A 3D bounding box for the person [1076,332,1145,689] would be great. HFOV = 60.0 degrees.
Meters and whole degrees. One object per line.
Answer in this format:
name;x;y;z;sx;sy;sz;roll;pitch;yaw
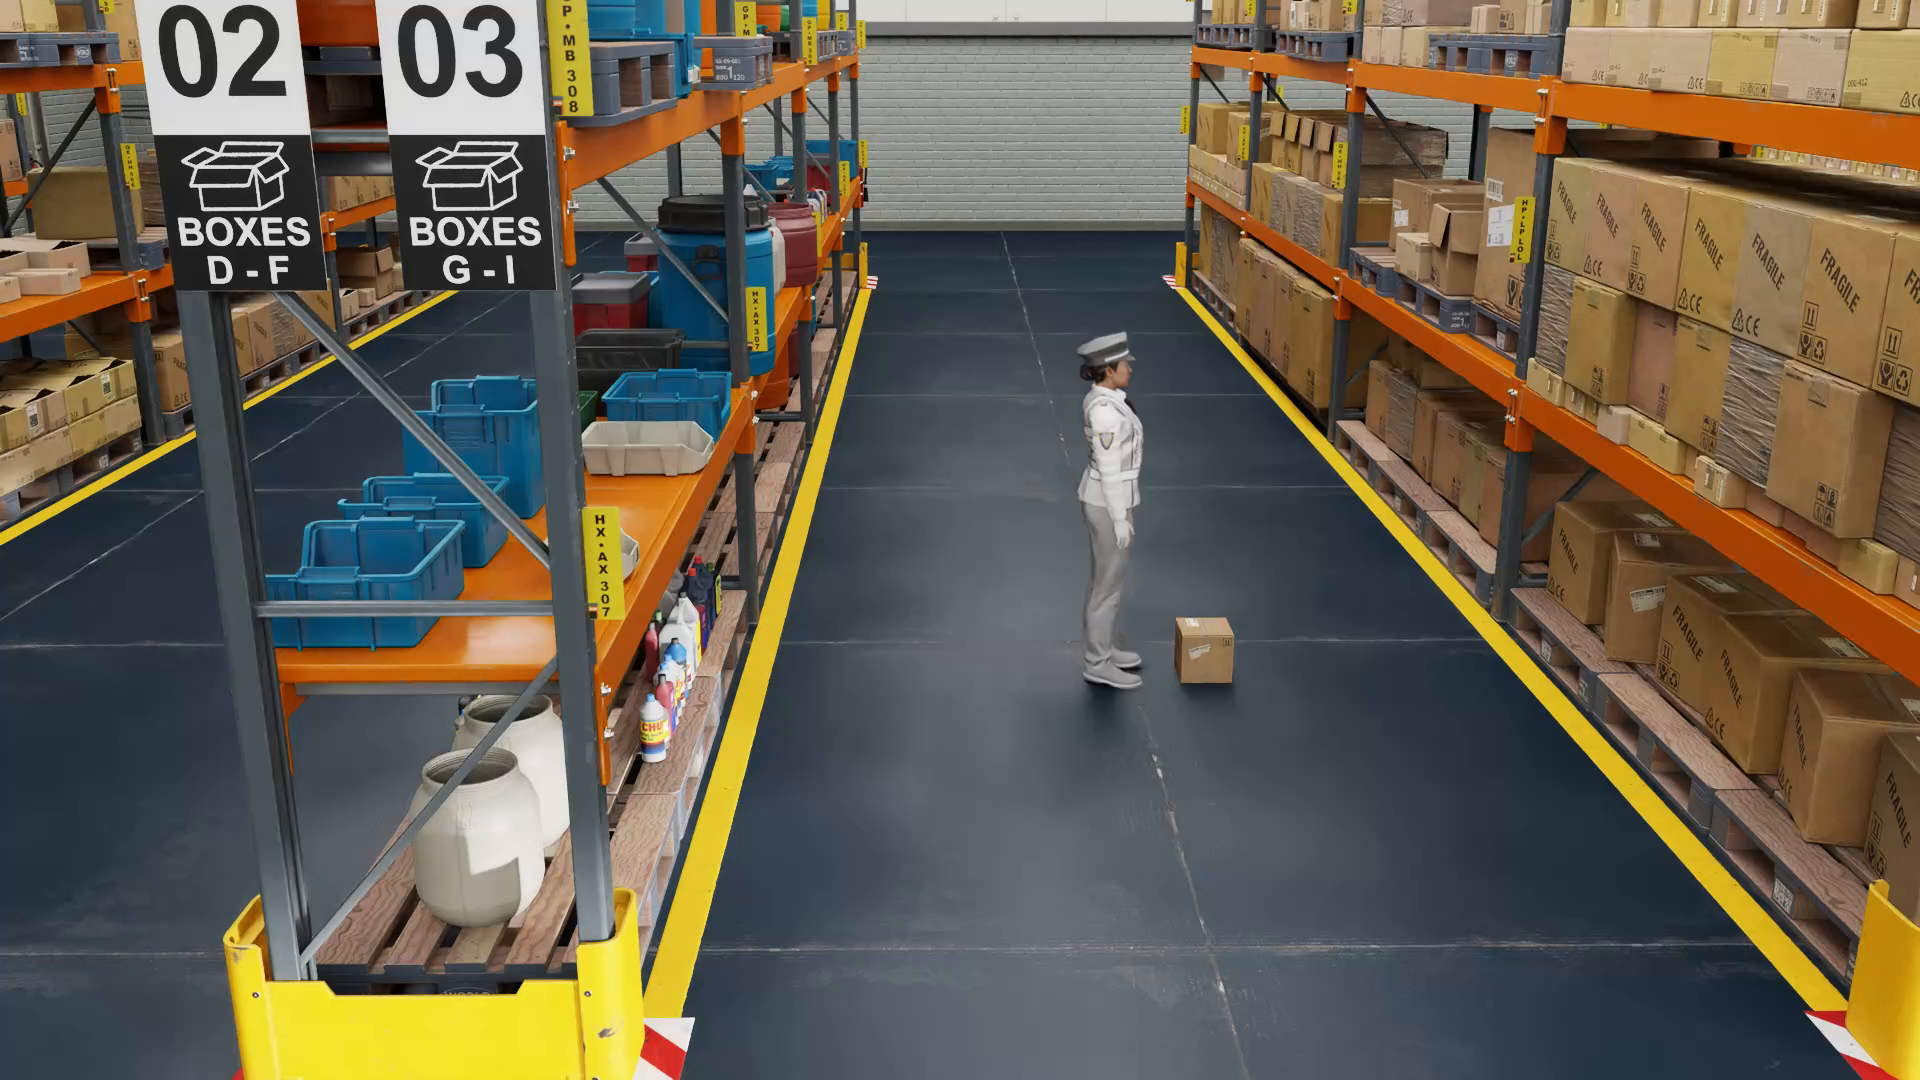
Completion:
person;0.723;-0.152;7.977;0.363;1.705;0.492;0;17;0
